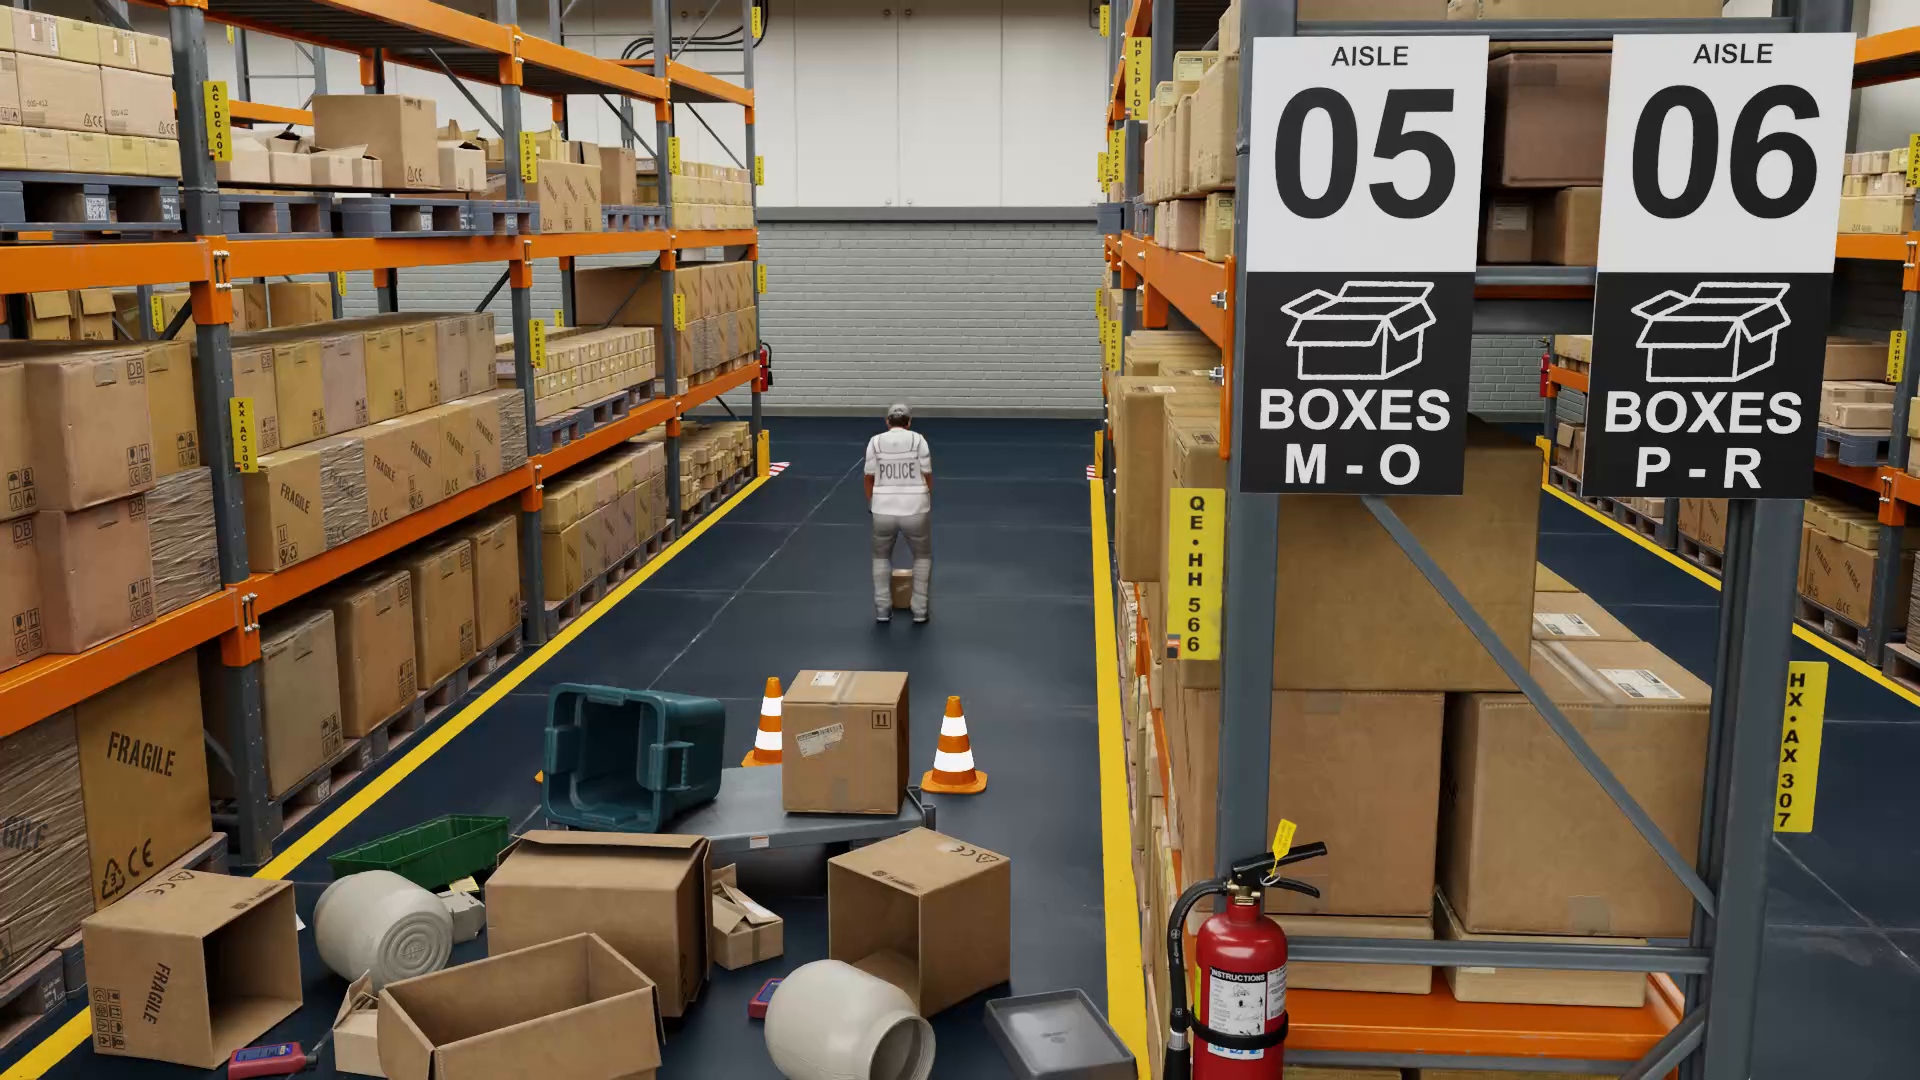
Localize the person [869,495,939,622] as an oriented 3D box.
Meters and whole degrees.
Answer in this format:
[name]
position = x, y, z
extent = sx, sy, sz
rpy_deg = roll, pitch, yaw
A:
[person]
position = -0.425, 0.145, 12.333
extent = 0.521, 0.860, 0.842
rpy_deg = 1, 11, 4
